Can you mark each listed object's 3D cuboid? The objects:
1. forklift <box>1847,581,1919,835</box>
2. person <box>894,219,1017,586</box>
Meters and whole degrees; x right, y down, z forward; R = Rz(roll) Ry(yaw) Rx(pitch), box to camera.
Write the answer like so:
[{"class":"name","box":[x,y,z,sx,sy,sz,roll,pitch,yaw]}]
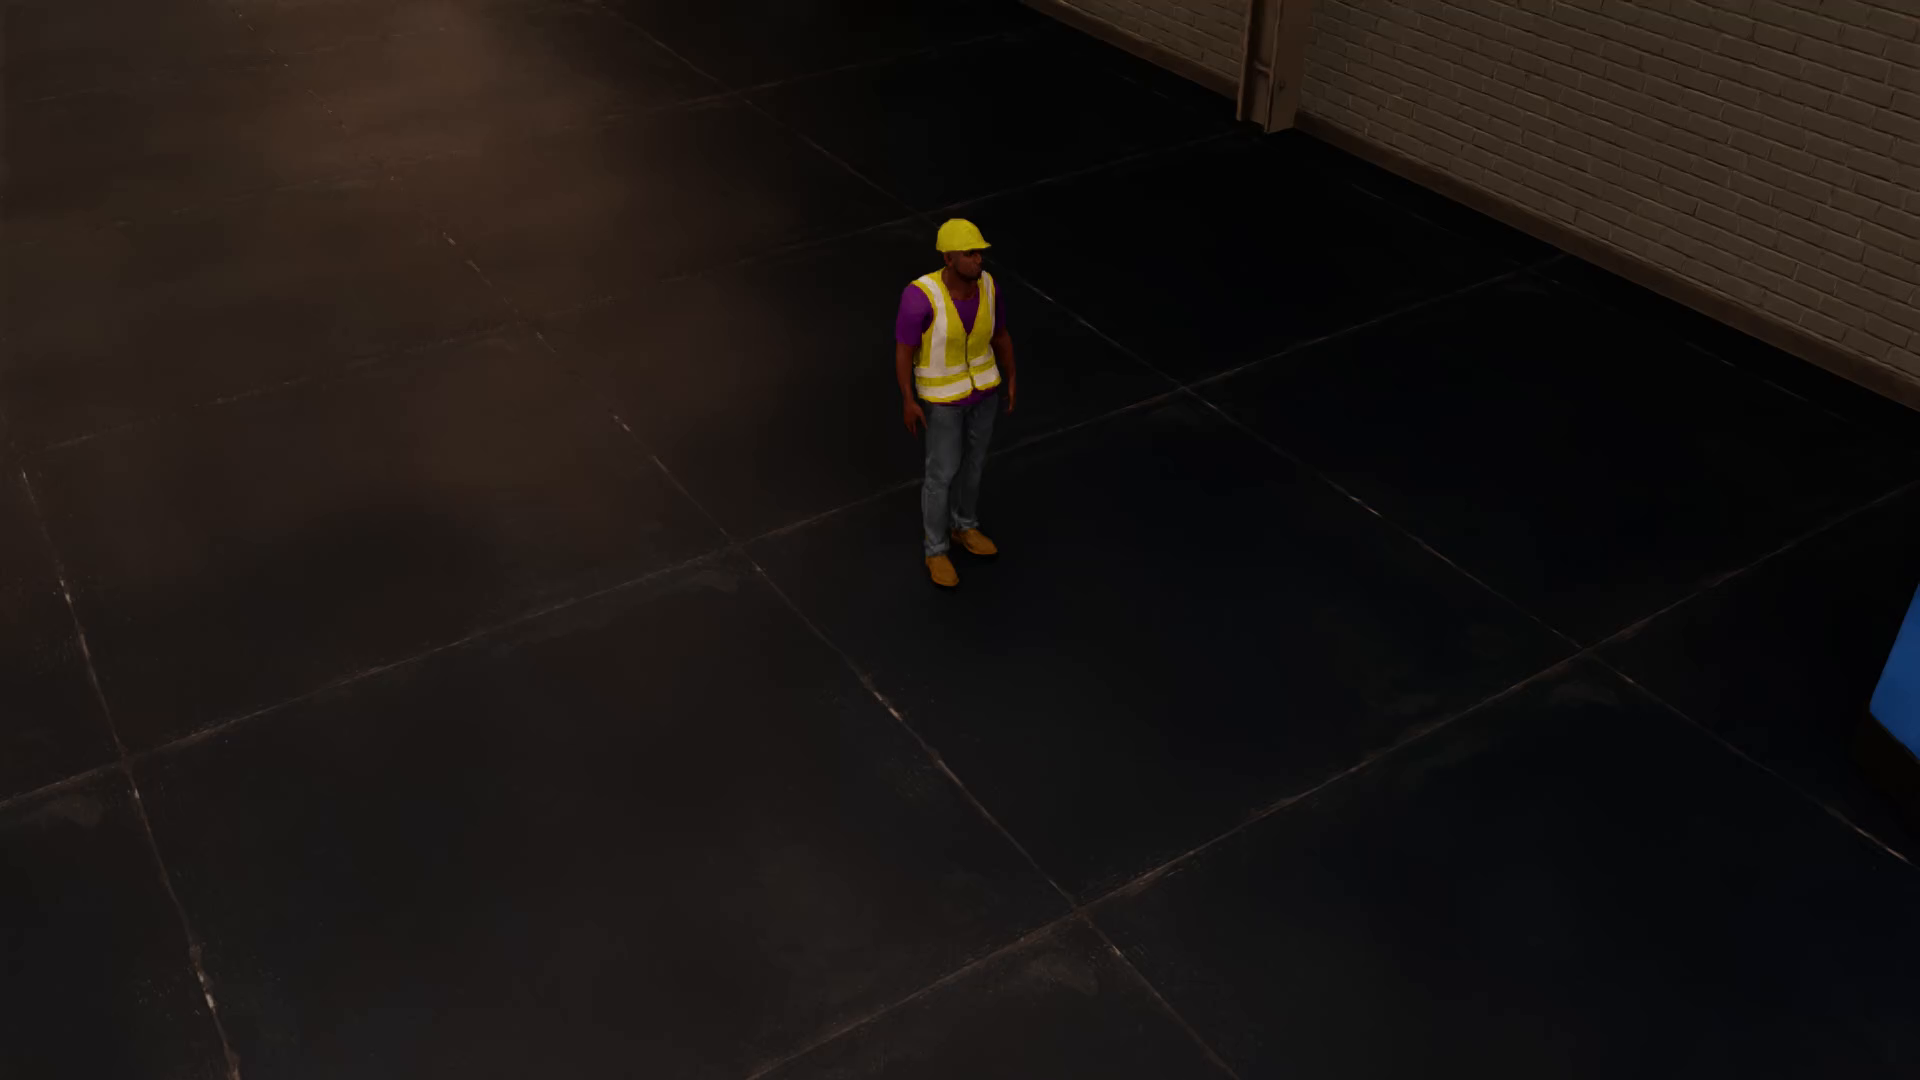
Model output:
[{"class":"forklift","box":[4.708,0.525,5.401,1.130,2.935,3.031,-8,36,-11]},{"class":"person","box":[0.033,-0.693,8.135,0.665,1.766,0.576,-21,40,-27]}]
